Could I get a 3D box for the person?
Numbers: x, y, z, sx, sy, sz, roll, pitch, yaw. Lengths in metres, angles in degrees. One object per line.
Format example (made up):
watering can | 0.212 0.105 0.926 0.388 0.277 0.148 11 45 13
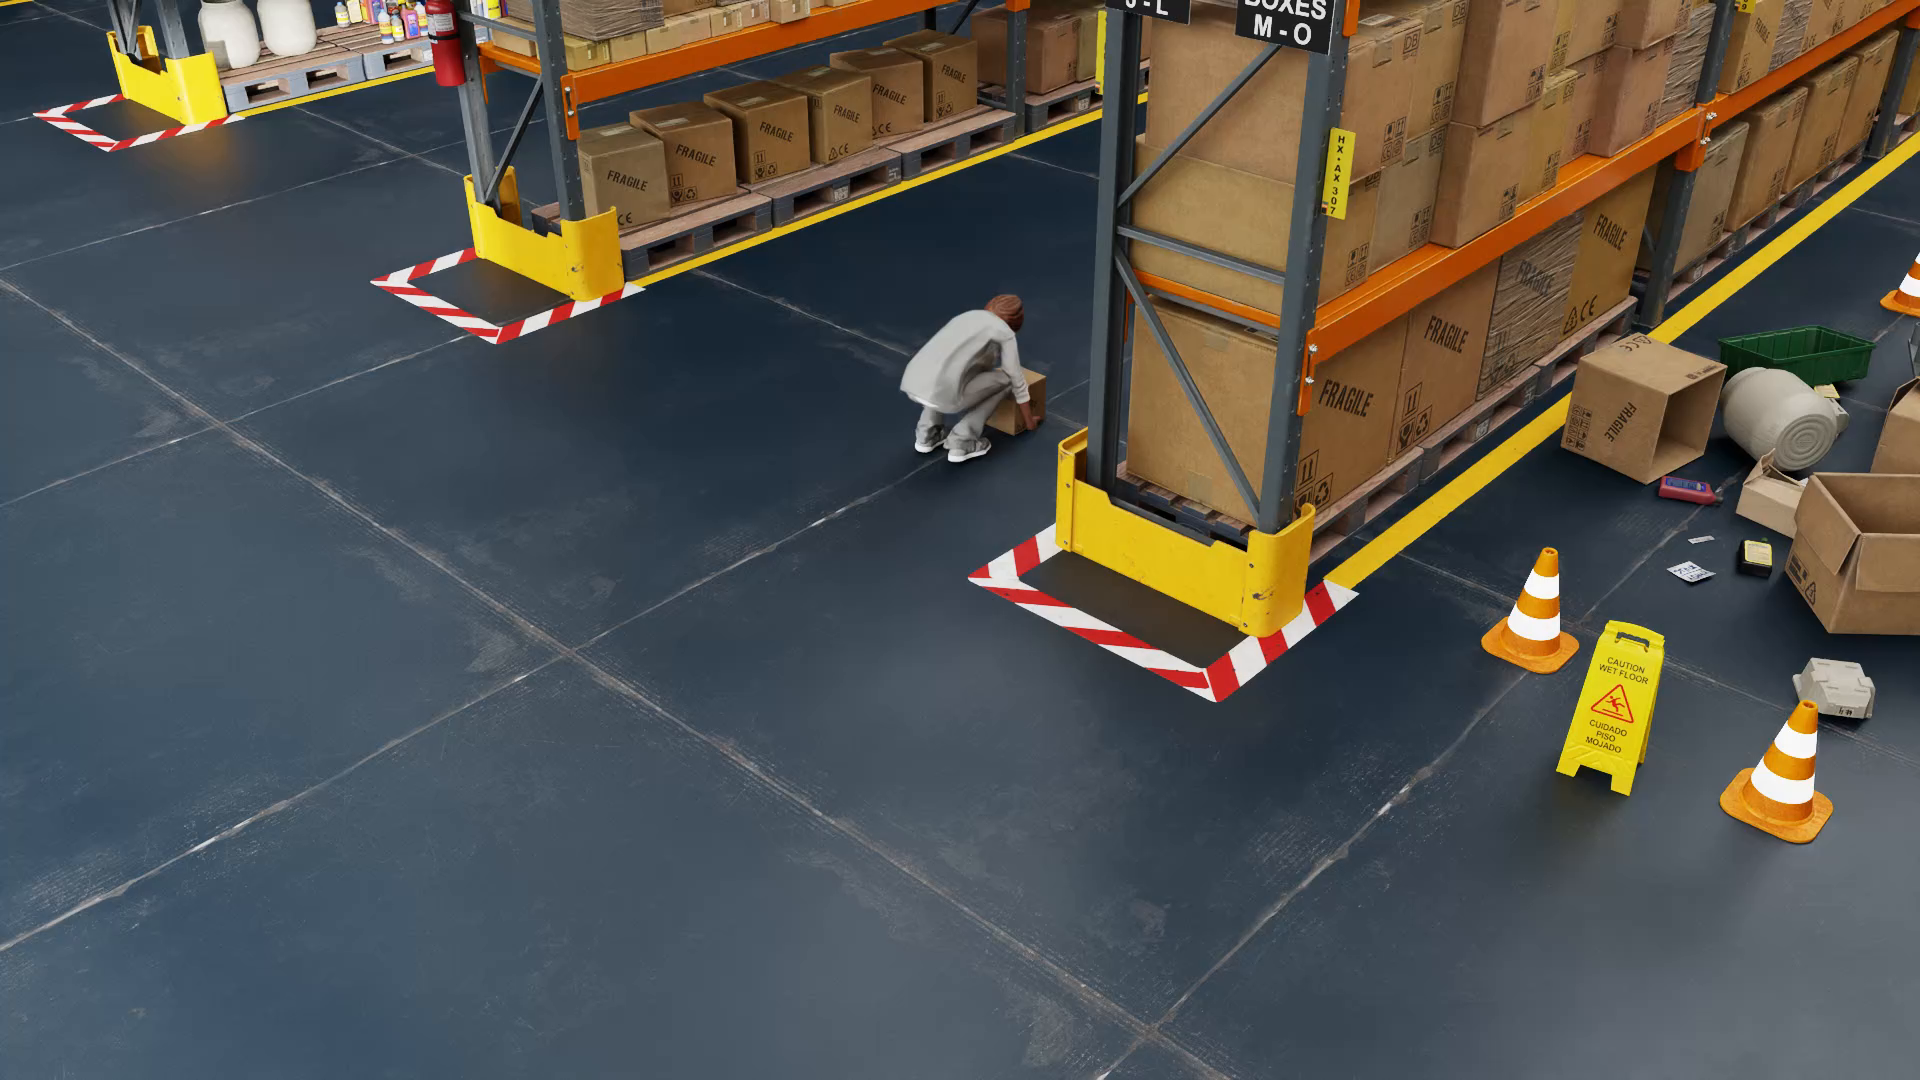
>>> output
person | 0.044 -0.782 8.304 0.423 0.730 0.850 25 39 34
